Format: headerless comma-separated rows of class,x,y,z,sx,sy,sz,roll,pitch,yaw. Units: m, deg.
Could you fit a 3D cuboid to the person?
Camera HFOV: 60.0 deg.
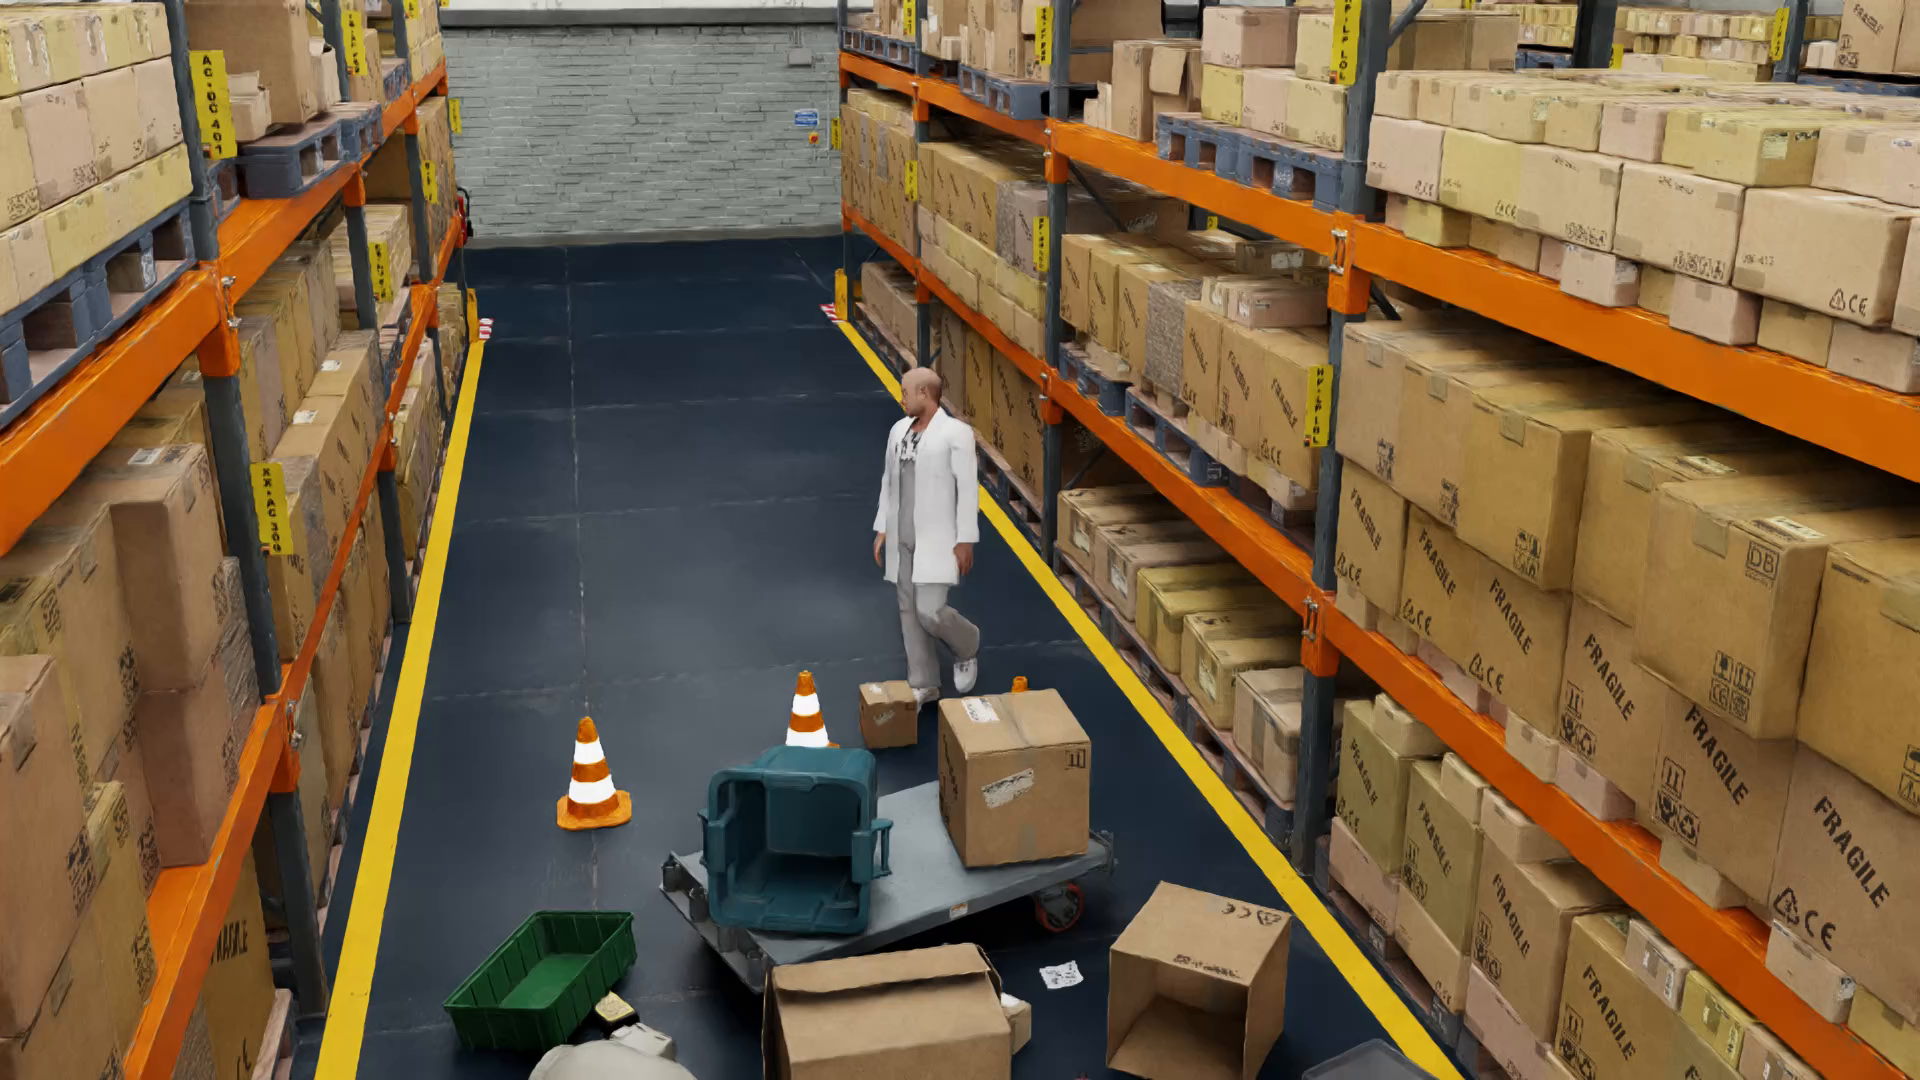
person,-0.187,0.003,8.578,0.650,1.752,0.647,15,24,36
